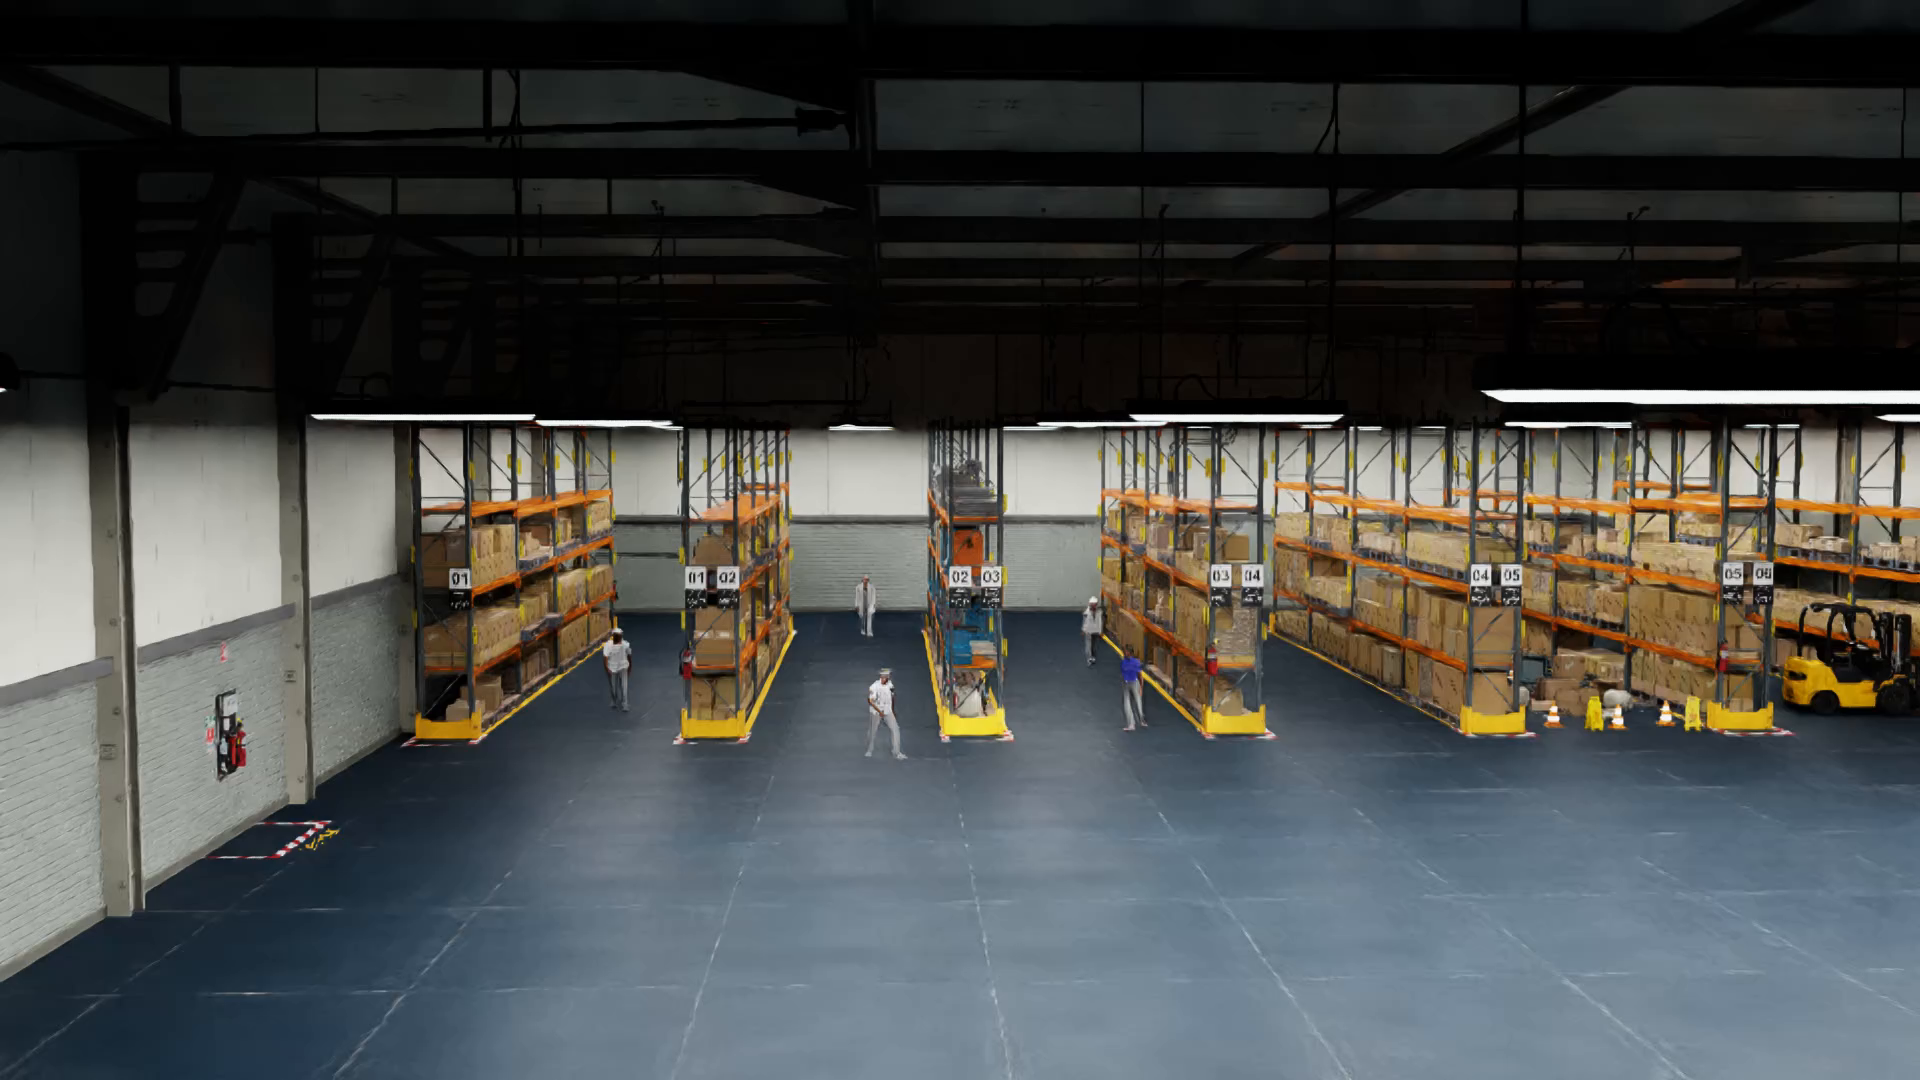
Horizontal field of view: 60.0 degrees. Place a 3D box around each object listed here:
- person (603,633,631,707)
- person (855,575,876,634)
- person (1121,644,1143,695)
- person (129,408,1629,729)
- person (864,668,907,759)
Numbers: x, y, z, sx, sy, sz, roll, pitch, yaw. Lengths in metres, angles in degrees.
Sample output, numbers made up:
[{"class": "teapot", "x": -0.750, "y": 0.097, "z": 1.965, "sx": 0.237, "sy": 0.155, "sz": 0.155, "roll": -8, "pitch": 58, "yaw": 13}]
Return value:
[{"class": "person", "x": -7.050, "y": 2.621, "z": 34.219, "sx": 0.571, "sy": 1.619, "sz": 0.852, "roll": -1, "pitch": 4, "yaw": -11}, {"class": "person", "x": -2.650, "y": 1.795, "z": 46.564, "sx": 0.598, "sy": 1.651, "sz": 1.013, "roll": 0, "pitch": 4, "yaw": -1}, {"class": "person", "x": 3.273, "y": 2.502, "z": 31.916, "sx": 0.482, "sy": 1.002, "sz": 0.250, "roll": 2, "pitch": 4, "yaw": 34}, {"class": "person", "x": 1.011, "y": 0.721, "z": 30.721, "sx": 23.950, "sy": 6.000, "sz": 20.361, "roll": 0, "pitch": 4, "yaw": -5}, {"class": "person", "x": -1.336, "y": 3.021, "z": 29.071, "sx": 0.612, "sy": 1.603, "sz": 0.776, "roll": -2, "pitch": 4, "yaw": -22}]
